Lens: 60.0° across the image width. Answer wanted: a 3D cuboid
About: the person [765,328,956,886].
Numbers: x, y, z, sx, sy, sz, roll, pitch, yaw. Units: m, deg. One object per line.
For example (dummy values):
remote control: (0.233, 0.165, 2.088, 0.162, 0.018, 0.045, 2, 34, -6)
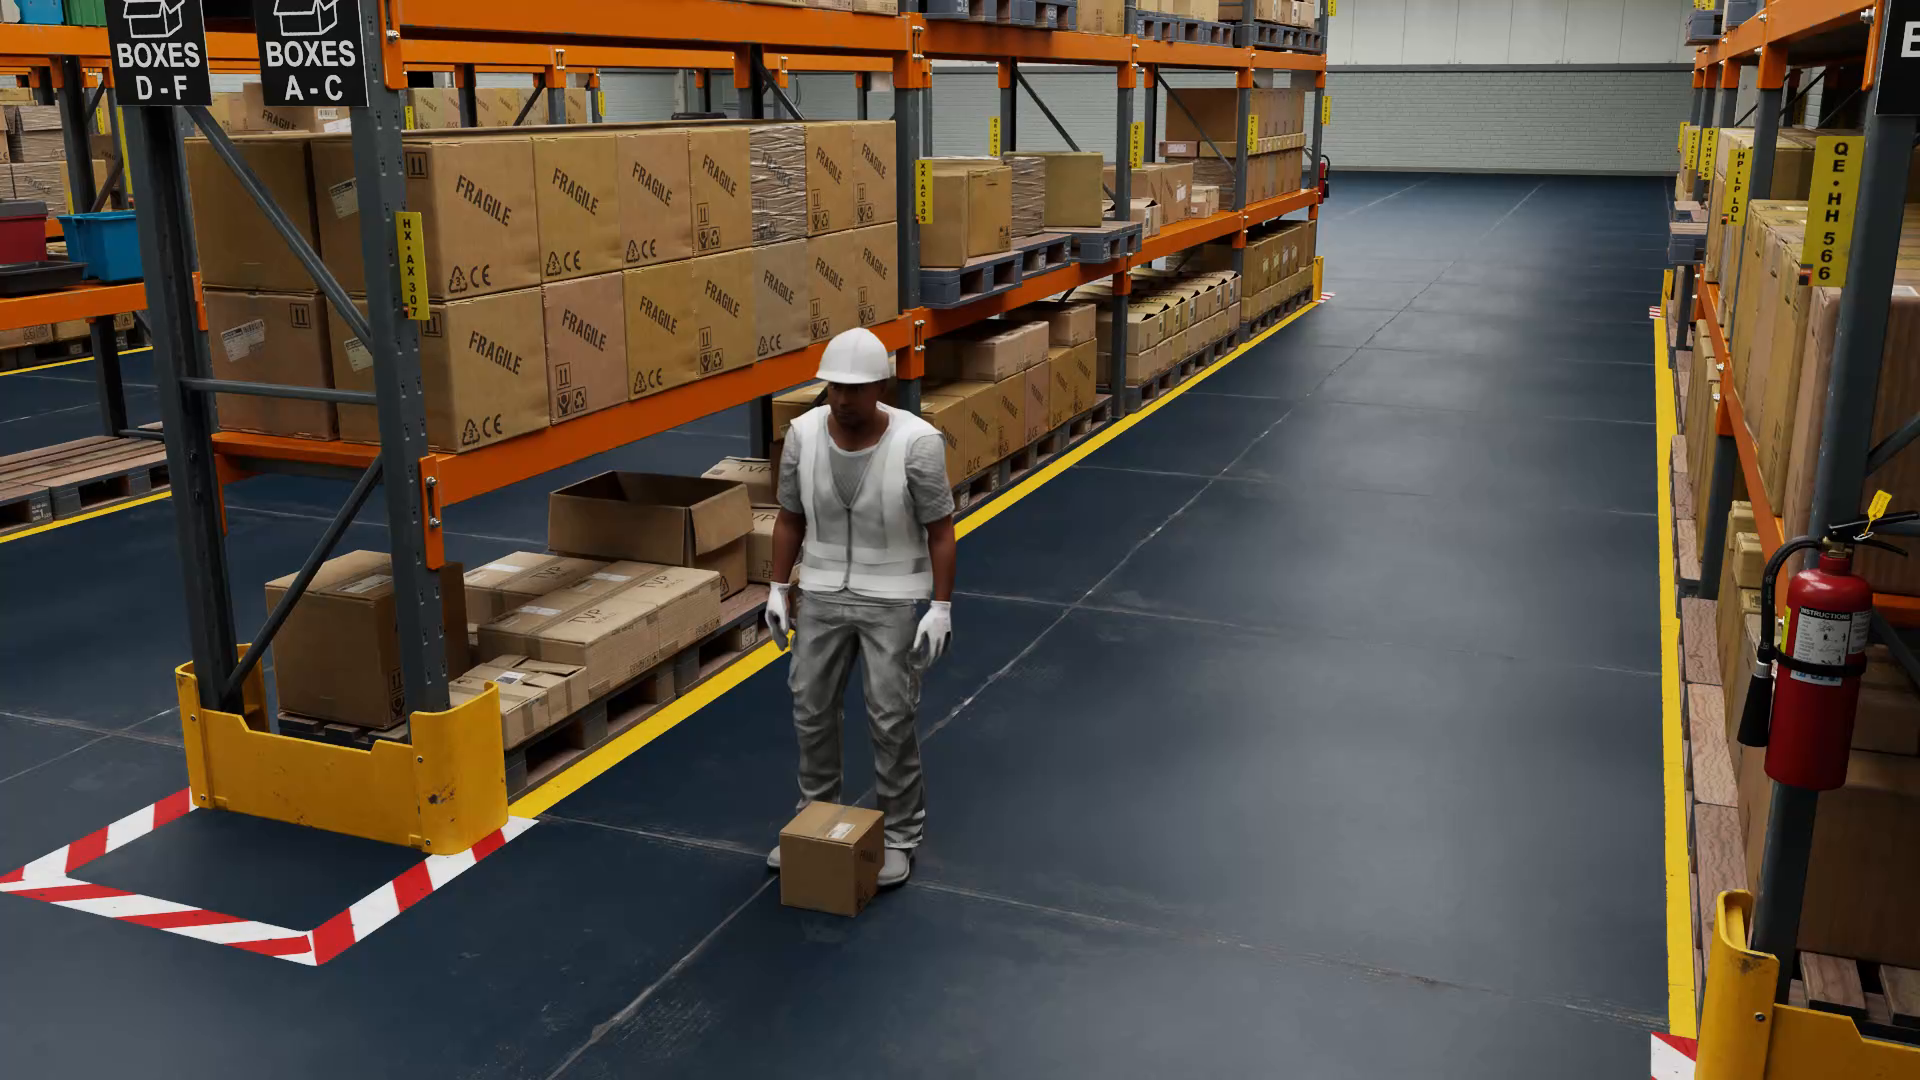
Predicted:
person: (-0.320, 0.209, 5.237, 0.619, 1.772, 0.450, 5, 16, 18)
